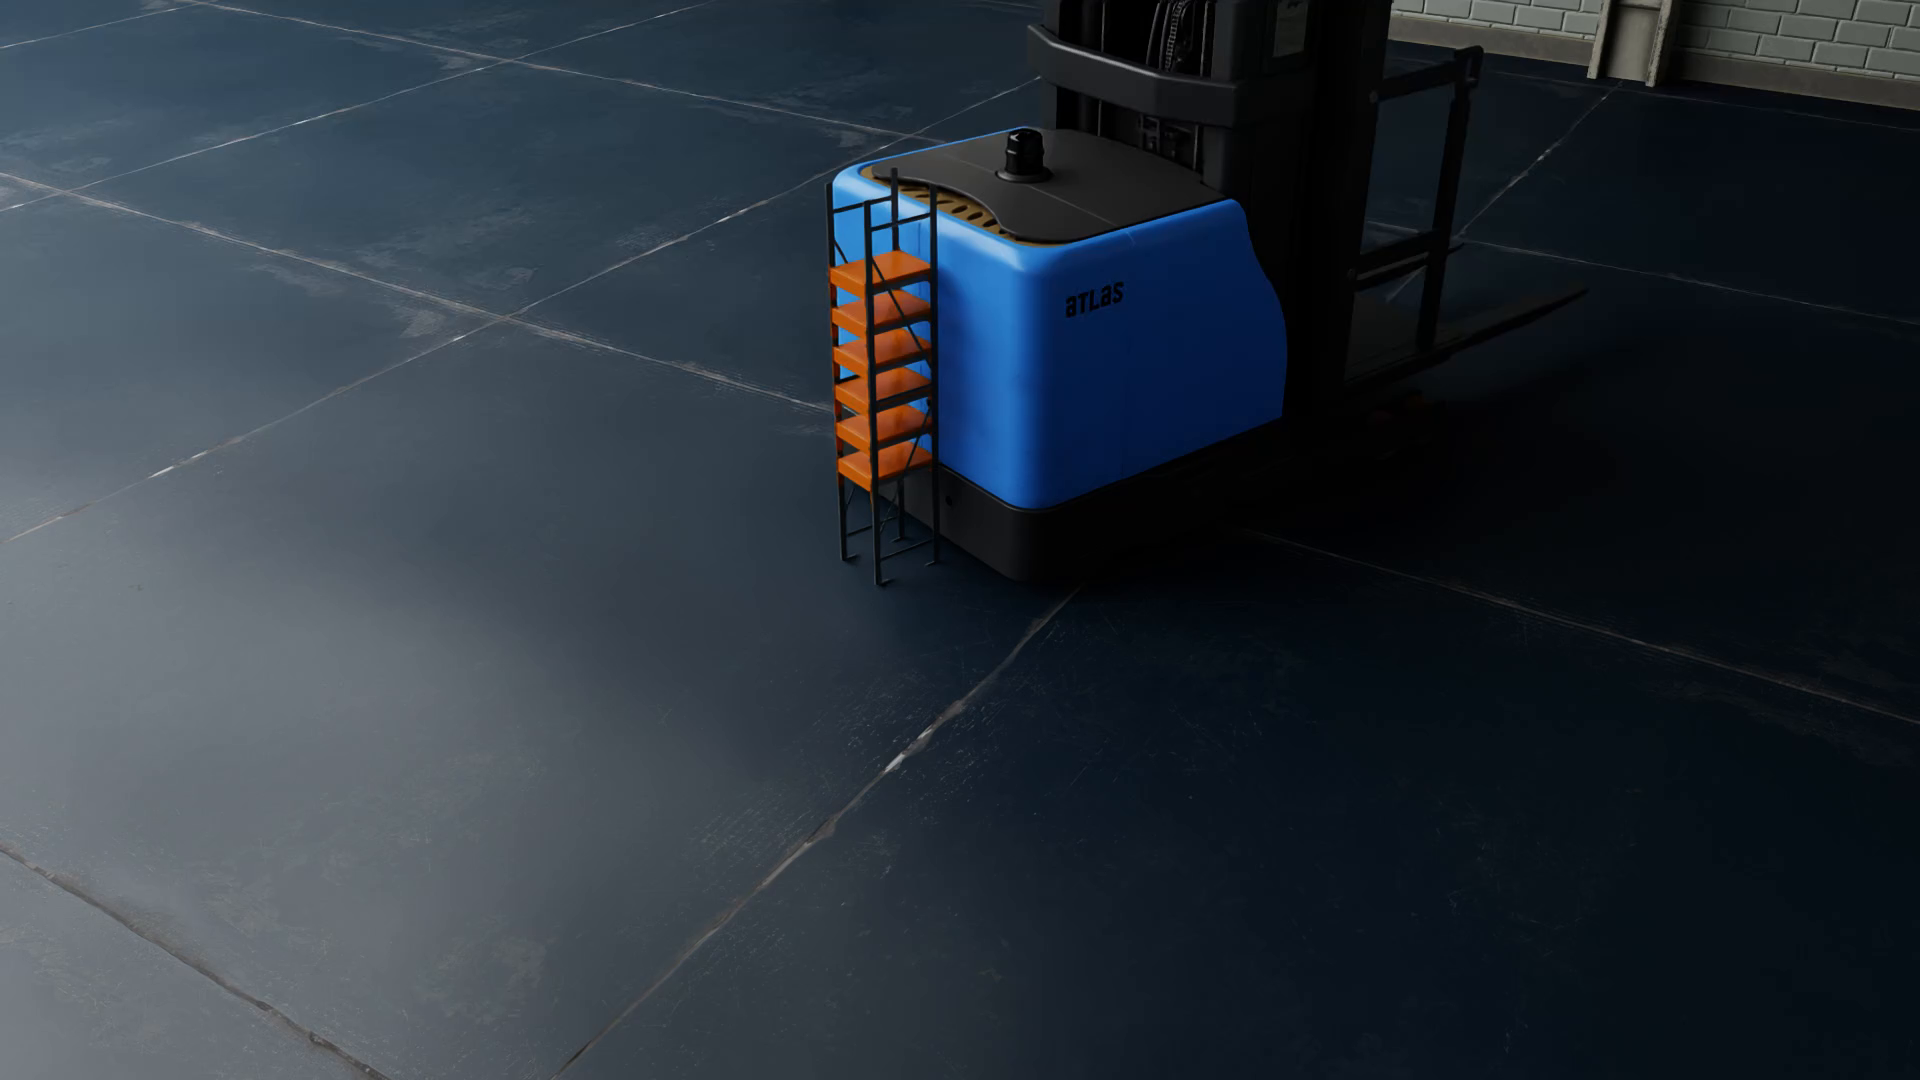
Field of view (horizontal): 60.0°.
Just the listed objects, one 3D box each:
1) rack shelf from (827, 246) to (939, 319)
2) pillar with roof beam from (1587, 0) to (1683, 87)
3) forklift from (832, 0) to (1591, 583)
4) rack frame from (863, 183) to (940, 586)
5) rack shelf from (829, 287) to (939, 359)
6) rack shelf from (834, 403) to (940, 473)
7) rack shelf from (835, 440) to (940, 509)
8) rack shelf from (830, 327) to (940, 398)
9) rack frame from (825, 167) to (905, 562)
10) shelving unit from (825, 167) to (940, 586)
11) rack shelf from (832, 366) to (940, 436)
[{"bbox_3d":[-0.216,-0.725,4.676,0.258,0.103,0.180,-21,36,-32],"label":"rack shelf"},{"bbox_3d":[1.744,-4.853,4.638,0.400,9.000,9.100,18,35,27],"label":"pillar with roof beam"},{"bbox_3d":[1.071,-1.732,5.310,3.031,2.935,1.130,-21,36,-32],"label":"forklift"},{"bbox_3d":[-0.160,-0.416,4.772,0.240,1.200,0.006,-21,36,-32],"label":"rack frame"},{"bbox_3d":[-0.216,-0.622,4.737,0.258,0.103,0.180,-21,36,-32],"label":"rack shelf"},{"bbox_3d":[-0.216,-0.311,4.918,0.258,0.103,0.180,-21,36,-32],"label":"rack shelf"},{"bbox_3d":[-0.216,-0.207,4.978,0.258,0.103,0.180,-21,36,-32],"label":"rack shelf"},{"bbox_3d":[-0.216,-0.518,4.797,0.258,0.103,0.180,-21,36,-32],"label":"rack shelf"},{"bbox_3d":[-0.272,-0.489,4.898,0.240,1.200,0.006,-21,36,-32],"label":"rack frame"},{"bbox_3d":[-0.216,-0.453,4.835,0.258,1.200,0.189,-21,36,-32],"label":"shelving unit"},{"bbox_3d":[-0.216,-0.414,4.858,0.258,0.103,0.180,-21,36,-32],"label":"rack shelf"}]
